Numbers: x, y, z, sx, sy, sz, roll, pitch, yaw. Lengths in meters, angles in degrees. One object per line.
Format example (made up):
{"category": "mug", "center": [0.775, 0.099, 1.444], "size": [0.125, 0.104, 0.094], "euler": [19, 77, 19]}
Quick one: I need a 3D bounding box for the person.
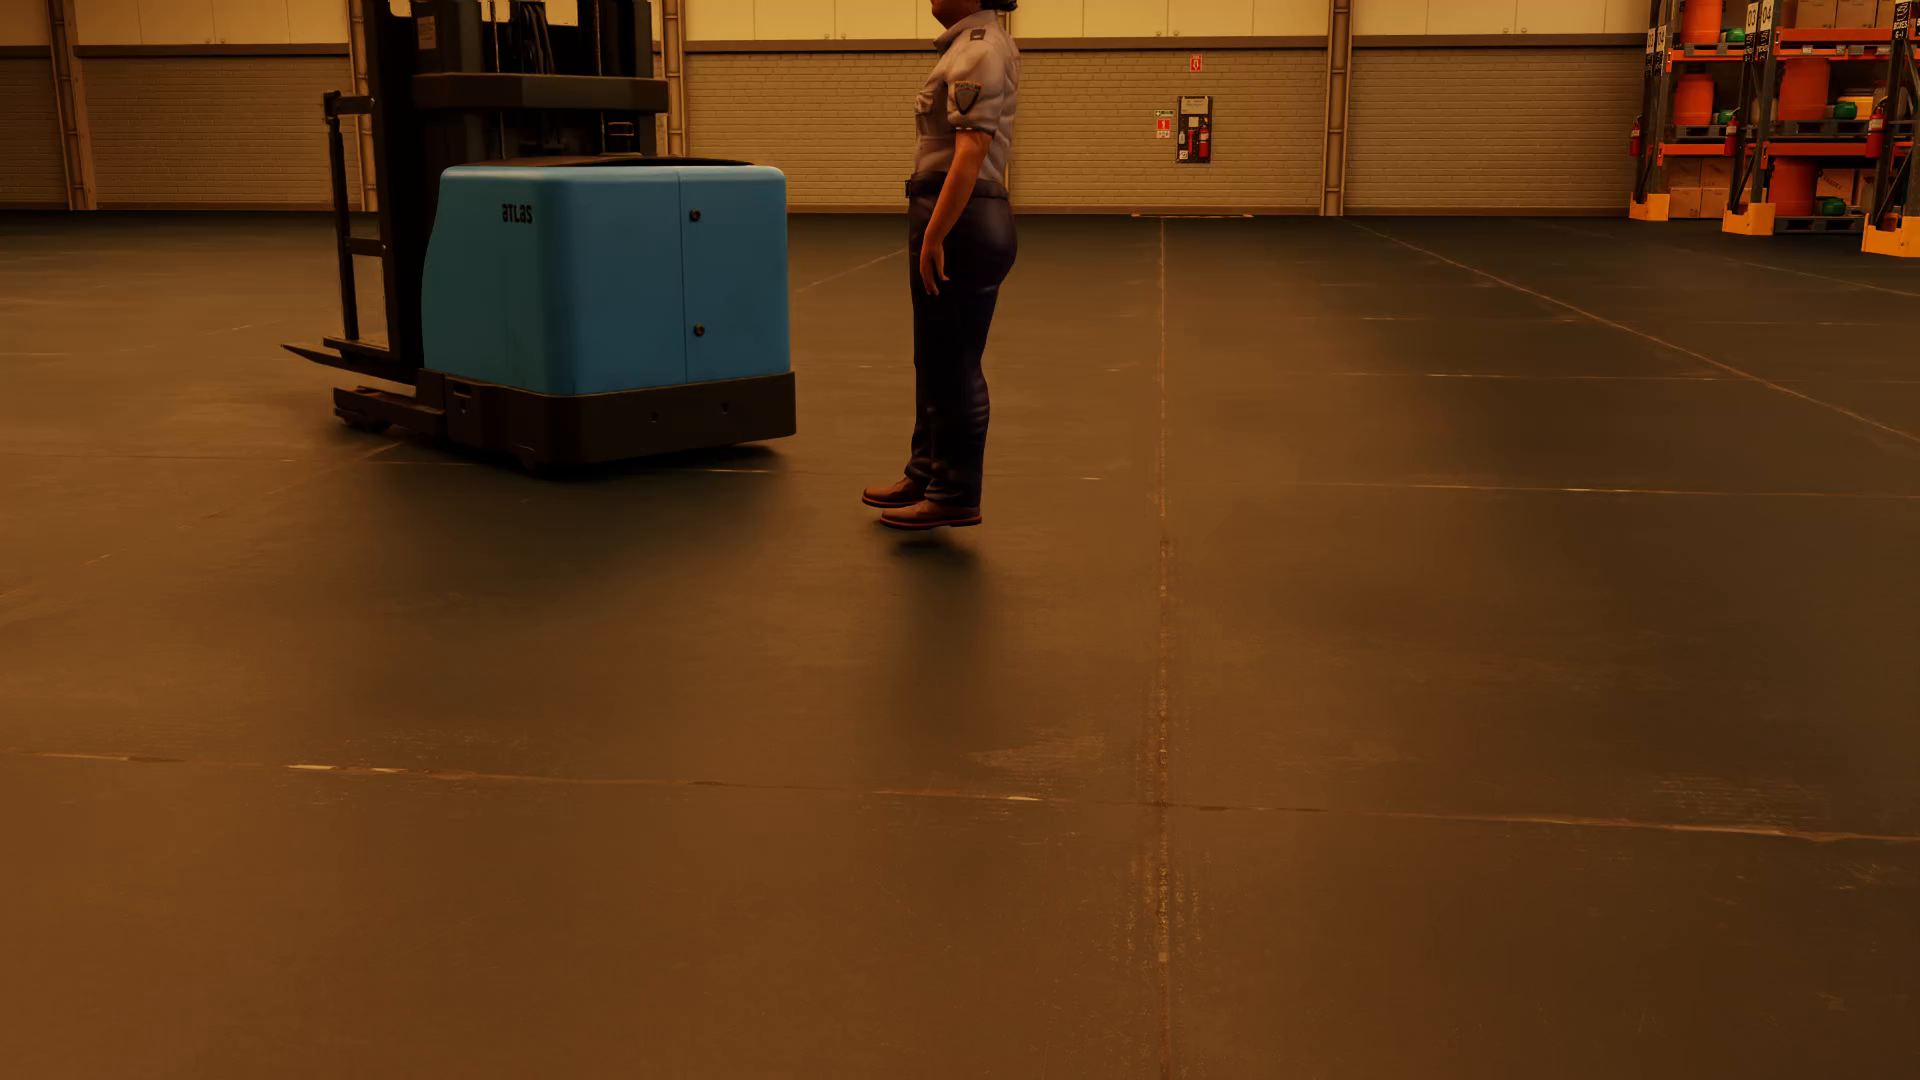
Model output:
{"category": "person", "center": [-0.086, -0.856, 4.780], "size": [0.503, 1.650, 0.599], "euler": [2, 13, 7]}

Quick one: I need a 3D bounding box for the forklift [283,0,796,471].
{"category": "forklift", "center": [-1.987, -1.941, 6.808], "size": [1.130, 2.935, 3.031], "euler": [-12, 17, -41]}
